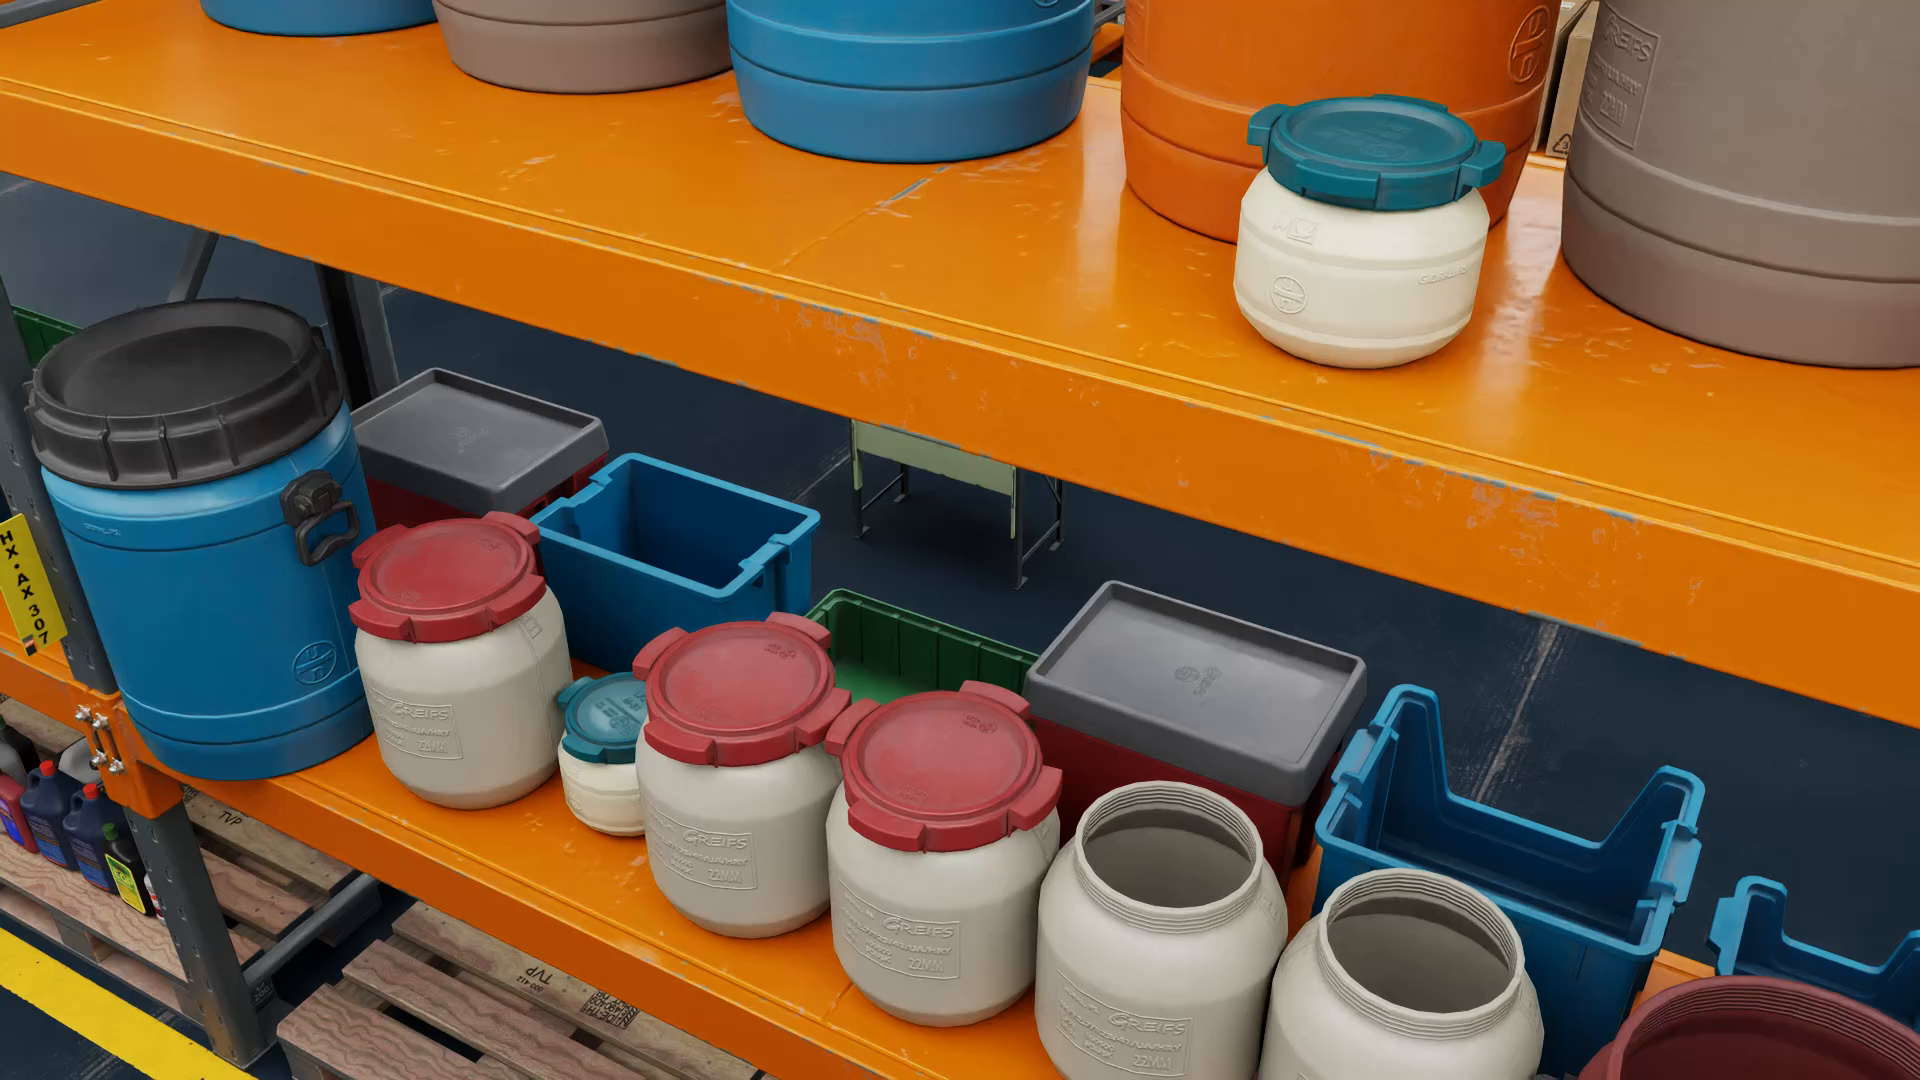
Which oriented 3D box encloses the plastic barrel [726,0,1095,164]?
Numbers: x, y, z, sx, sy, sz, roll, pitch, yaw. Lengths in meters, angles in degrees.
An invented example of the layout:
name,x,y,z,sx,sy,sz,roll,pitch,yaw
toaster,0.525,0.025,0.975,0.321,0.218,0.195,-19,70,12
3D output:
name,x,y,z,sx,sy,sz,roll,pitch,yaw
plastic barrel,-0.080,-1.108,2.548,0.708,0.901,0.600,18,37,24

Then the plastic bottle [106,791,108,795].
name,x,y,z,sx,sy,sz,roll,pitch,yaw
plastic bottle,-2.396,0.766,4.886,0.185,0.351,0.144,18,37,24

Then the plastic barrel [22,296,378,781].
name,x,y,z,sx,sy,sz,roll,pitch,yaw
plastic barrel,-1.580,-0.002,3.595,0.708,0.901,0.600,18,37,24

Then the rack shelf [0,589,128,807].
name,x,y,z,sx,sy,sz,roll,pitch,yaw
rack shelf,-3.501,-0.296,5.137,4.000,0.370,1.077,18,37,24

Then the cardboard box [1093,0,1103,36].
name,x,y,z,sx,sy,sz,roll,pitch,yaw
cardboard box,0.308,-2.589,7.841,0.500,0.500,0.700,17,37,23

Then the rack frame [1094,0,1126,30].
name,x,y,z,sx,sy,sz,roll,pitch,yaw
rack frame,0.696,-2.428,7.690,0.127,3.000,1.000,18,37,24

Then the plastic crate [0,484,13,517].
name,x,y,z,sx,sy,sz,roll,pitch,yaw
plastic crate,-2.156,-0.225,4.437,0.504,0.338,0.767,18,37,24

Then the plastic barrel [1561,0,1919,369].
name,x,y,z,sx,sy,sz,roll,pitch,yaw
plastic barrel,1.103,-0.733,1.986,0.600,0.901,0.600,0,34,0

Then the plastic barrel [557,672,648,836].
name,x,y,z,sx,sy,sz,roll,pitch,yaw
plastic barrel,-0.692,0.450,3.493,0.301,0.262,0.301,0,34,0

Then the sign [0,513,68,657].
name,x,y,z,sx,sy,sz,roll,pitch,yaw
sign,-2.047,0.101,3.642,0.005,0.325,0.100,18,37,24

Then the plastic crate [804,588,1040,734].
name,x,y,z,sx,sy,sz,roll,pitch,yaw
plastic crate,-0.113,0.386,3.656,0.662,0.188,0.450,18,37,24

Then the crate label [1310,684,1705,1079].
name,x,y,z,sx,sy,sz,roll,pitch,yaw
crate label,0.980,0.636,3.056,0.616,0.435,0.502,18,37,24

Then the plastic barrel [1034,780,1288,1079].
name,x,y,z,sx,sy,sz,roll,pitch,yaw
plastic barrel,0.343,0.712,2.874,0.421,0.512,0.421,0,34,0

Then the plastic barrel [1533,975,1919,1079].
name,x,y,z,sx,sy,sz,roll,pitch,yaw
plastic barrel,1.155,1.016,2.395,0.708,0.536,0.600,18,37,24

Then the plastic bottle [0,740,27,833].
name,x,y,z,sx,sy,sz,roll,pitch,yaw
plastic bottle,-2.914,0.694,4.995,0.185,0.351,0.144,17,37,24

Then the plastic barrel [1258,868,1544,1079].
name,x,y,z,sx,sy,sz,roll,pitch,yaw
plastic barrel,0.709,0.828,2.700,0.421,0.512,0.421,0,34,0

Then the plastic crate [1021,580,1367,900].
name,x,y,z,sx,sy,sz,roll,pitch,yaw
plastic crate,0.457,0.436,3.331,0.583,0.464,0.402,18,37,24

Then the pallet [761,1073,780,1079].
name,x,y,z,sx,sy,sz,roll,pitch,yaw
pallet,0.000,1.647,4.086,1.213,0.211,1.003,18,37,24

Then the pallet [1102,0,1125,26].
name,x,y,z,sx,sy,sz,roll,pitch,yaw
pallet,1.487,-4.155,12.799,1.213,0.211,1.003,18,37,24

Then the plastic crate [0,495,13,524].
name,x,y,z,sx,sy,sz,roll,pitch,yaw
plastic crate,-2.860,-0.157,4.414,0.616,0.251,0.499,18,37,24

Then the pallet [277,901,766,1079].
name,x,y,z,sx,sy,sz,roll,pitch,yaw
pallet,-1.064,1.312,4.589,1.213,0.211,1.003,18,37,24

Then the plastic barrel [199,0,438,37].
name,x,y,z,sx,sy,sz,roll,pitch,yaw
plastic barrel,-1.216,-1.467,3.089,0.708,0.901,0.600,18,37,24

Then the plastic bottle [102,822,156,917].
name,x,y,z,sx,sy,sz,roll,pitch,yaw
plastic bottle,-2.346,0.928,4.703,0.133,0.283,0.061,20,38,27

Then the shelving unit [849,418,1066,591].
name,x,y,z,sx,sy,sz,roll,pitch,yaw
shelving unit,-0.006,-0.626,6.337,0.755,1.500,0.431,18,37,24

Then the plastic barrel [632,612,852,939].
name,x,y,z,sx,sy,sz,roll,pitch,yaw
plastic barrel,-0.406,0.468,3.218,0.433,0.535,0.433,0,34,0

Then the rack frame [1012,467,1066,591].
name,x,y,z,sx,sy,sz,roll,pitch,yaw
rack frame,0.312,-0.525,6.186,0.023,1.500,0.400,18,37,24

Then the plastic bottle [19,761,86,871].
name,x,y,z,sx,sy,sz,roll,pitch,yaw
plastic bottle,-2.634,0.783,4.861,0.185,0.351,0.144,16,37,22

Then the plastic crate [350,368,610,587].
name,x,y,z,sx,sy,sz,roll,pitch,yaw
plastic crate,-1.193,-0.086,4.115,0.583,0.464,0.402,18,37,24

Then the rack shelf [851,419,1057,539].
name,x,y,z,sx,sy,sz,roll,pitch,yaw
rack shelf,-0.006,-0.355,6.518,0.720,0.370,0.431,18,37,24

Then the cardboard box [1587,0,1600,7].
name,x,y,z,sx,sy,sz,roll,pitch,yaw
cardboard box,4.272,-3.643,11.373,0.500,0.500,0.700,17,37,23

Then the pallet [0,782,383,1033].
name,x,y,z,sx,sy,sz,roll,pitch,yaw
pallet,-2.327,0.910,5.192,1.213,0.211,1.003,18,37,24

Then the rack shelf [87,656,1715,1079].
name,x,y,z,sx,sy,sz,roll,pitch,yaw
rack shelf,-0.028,0.804,3.485,4.000,0.370,1.077,18,37,24

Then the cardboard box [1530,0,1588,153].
name,x,y,z,sx,sy,sz,roll,pitch,yaw
cardboard box,2.247,-1.968,6.909,0.500,0.500,0.500,18,38,24

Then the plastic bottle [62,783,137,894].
name,x,y,z,sx,sy,sz,roll,pitch,yaw
plastic bottle,-2.467,0.836,4.782,0.185,0.351,0.144,17,37,23

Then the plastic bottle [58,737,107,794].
name,x,y,z,sx,sy,sz,roll,pitch,yaw
plastic bottle,-2.582,0.736,4.999,0.135,0.276,0.152,18,37,24

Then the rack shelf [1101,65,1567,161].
name,x,y,z,sx,sy,sz,roll,pitch,yaw
rack shelf,2.433,-1.579,7.063,4.000,0.370,1.077,18,37,24

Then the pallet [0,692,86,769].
name,x,y,z,sx,sy,sz,roll,pitch,yaw
pallet,-3.391,0.575,5.695,1.213,0.211,1.003,18,37,24

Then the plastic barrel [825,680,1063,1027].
name,x,y,z,sx,sy,sz,roll,pitch,yaw
plastic barrel,-0.030,0.587,3.039,0.433,0.535,0.433,0,34,0

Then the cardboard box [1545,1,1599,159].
name,x,y,z,sx,sy,sz,roll,pitch,yaw
cardboard box,2.704,-1.823,6.692,0.500,0.500,0.500,16,37,22

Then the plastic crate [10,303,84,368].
name,x,y,z,sx,sy,sz,roll,pitch,yaw
plastic crate,-2.803,-0.466,4.935,0.662,0.188,0.450,18,37,24

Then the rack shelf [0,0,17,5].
name,x,y,z,sx,sy,sz,roll,pitch,yaw
rack shelf,-3.501,-1.545,4.306,4.000,0.370,1.077,18,37,24

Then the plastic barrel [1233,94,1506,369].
name,x,y,z,sx,sy,sz,roll,pitch,yaw
plastic barrel,0.488,-0.374,2.024,0.301,0.262,0.301,0,34,0

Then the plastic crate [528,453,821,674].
name,x,y,z,sx,sy,sz,roll,pitch,yaw
plastic crate,-0.653,0.115,3.886,0.575,0.384,0.392,18,37,24

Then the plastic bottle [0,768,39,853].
name,x,y,z,sx,sy,sz,roll,pitch,yaw
plastic bottle,-2.796,0.786,4.917,0.133,0.283,0.061,20,39,27

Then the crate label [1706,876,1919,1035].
name,x,y,z,sx,sy,sz,roll,pitch,yaw
crate label,1.528,0.828,2.951,0.416,0.233,0.303,18,37,24

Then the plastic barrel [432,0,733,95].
name,x,y,z,sx,sy,sz,roll,pitch,yaw
plastic barrel,-0.648,-1.287,2.818,0.600,0.901,0.600,0,34,0

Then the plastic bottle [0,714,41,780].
name,x,y,z,sx,sy,sz,roll,pitch,yaw
plastic bottle,-2.886,0.666,5.098,0.133,0.283,0.061,18,37,24

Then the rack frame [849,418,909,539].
name,x,y,z,sx,sy,sz,roll,pitch,yaw
rack frame,-0.324,-0.727,6.488,0.023,1.500,0.400,18,37,24

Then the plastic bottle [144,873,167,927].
name,x,y,z,sx,sy,sz,roll,pitch,yaw
plastic bottle,-2.234,0.986,4.690,0.097,0.201,0.097,0,34,0

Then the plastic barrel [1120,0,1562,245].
name,x,y,z,sx,sy,sz,roll,pitch,yaw
plastic barrel,0.535,-0.883,2.276,0.708,0.830,0.600,18,37,24

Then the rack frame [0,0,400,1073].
name,x,y,z,sx,sy,sz,roll,pitch,yaw
rack frame,-1.765,-0.046,4.112,0.127,3.000,1.000,18,37,24

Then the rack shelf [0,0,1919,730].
name,x,y,z,sx,sy,sz,roll,pitch,yaw
rack shelf,-0.028,-0.445,2.654,4.000,0.370,1.077,18,37,24

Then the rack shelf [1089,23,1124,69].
name,x,y,z,sx,sy,sz,roll,pitch,yaw
rack shelf,-1.040,-2.679,8.715,4.000,0.370,1.077,18,37,24

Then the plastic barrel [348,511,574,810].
name,x,y,z,sx,sy,sz,roll,pitch,yaw
plastic barrel,-1.043,0.267,3.521,0.433,0.535,0.433,0,34,0
